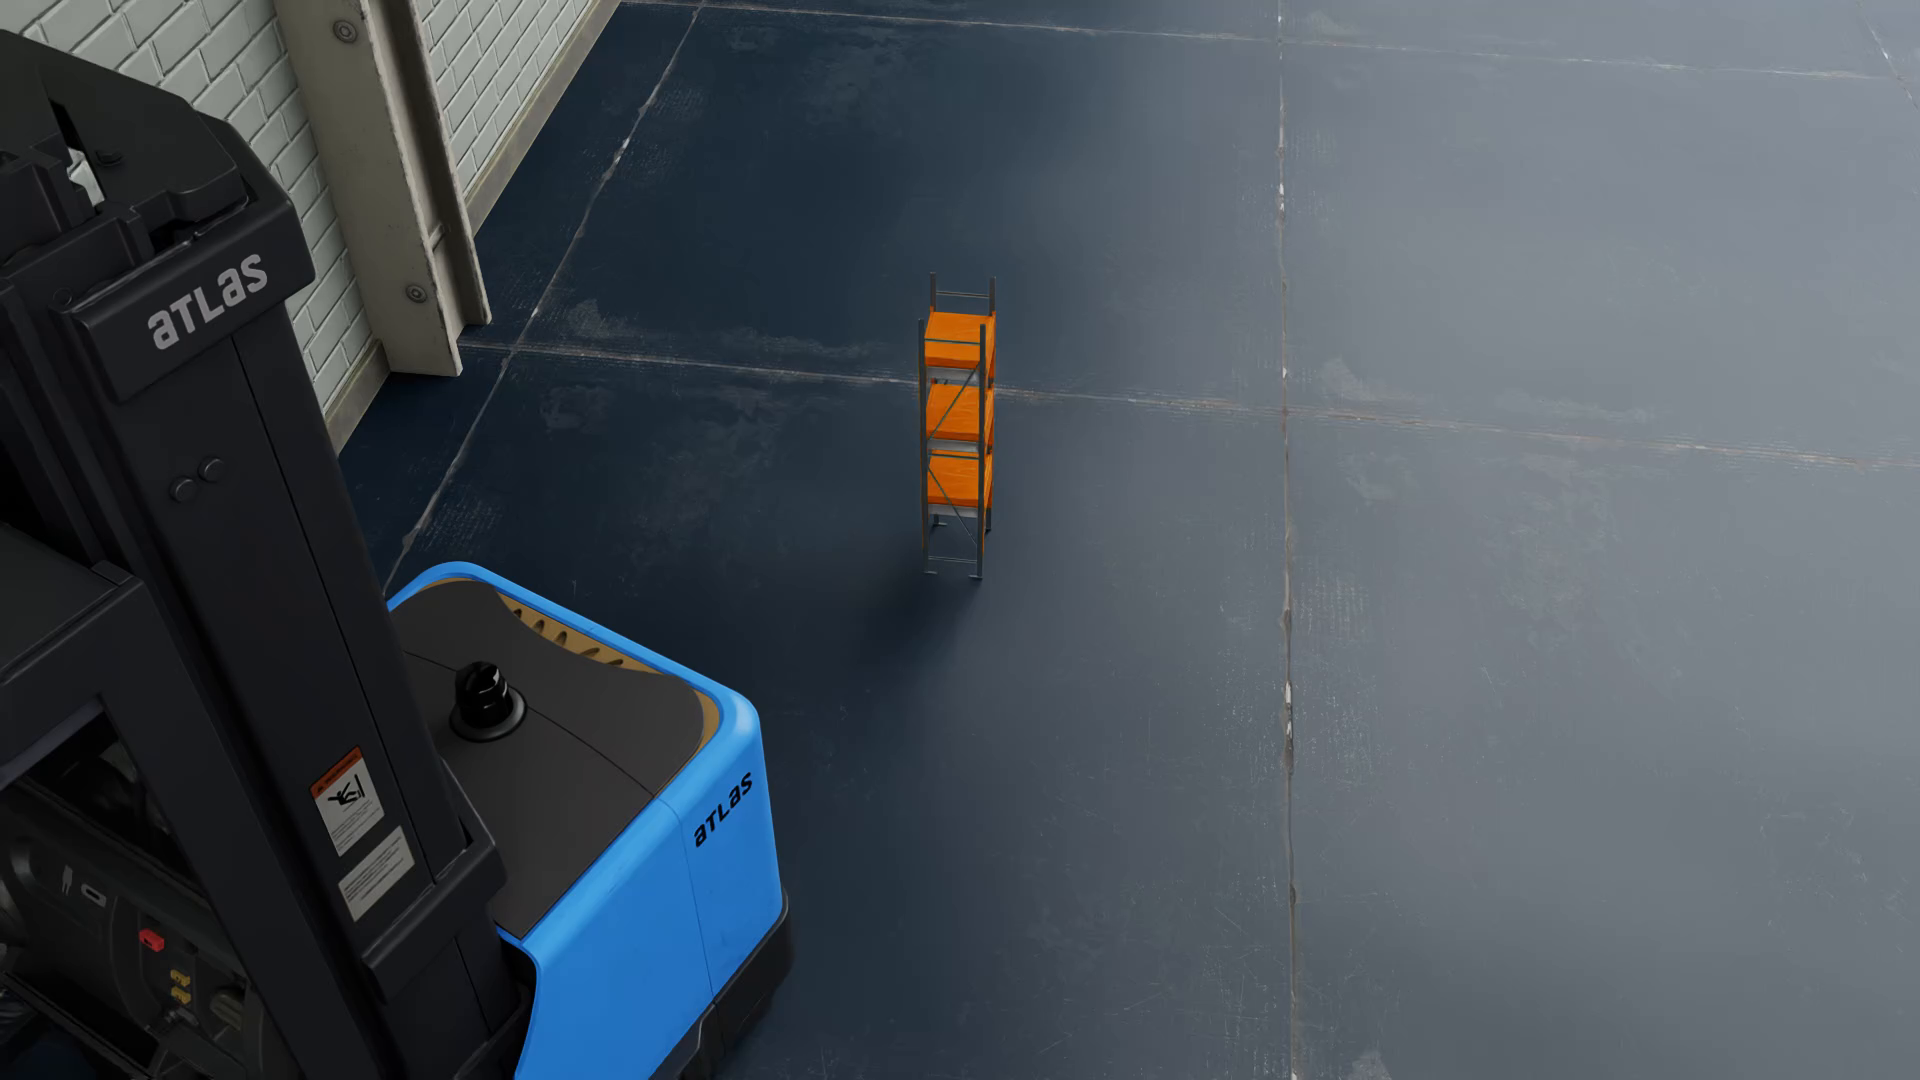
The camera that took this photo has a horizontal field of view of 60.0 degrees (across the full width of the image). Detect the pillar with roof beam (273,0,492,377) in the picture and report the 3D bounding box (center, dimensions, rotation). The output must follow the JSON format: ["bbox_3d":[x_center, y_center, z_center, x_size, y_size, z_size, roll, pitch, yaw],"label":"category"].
[{"bbox_3d":[2.204,-3.655,3.066,9.100,9.000,0.400,5,44,6],"label":"pillar with roof beam"}]

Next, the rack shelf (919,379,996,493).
[{"bbox_3d":[-0.007,-0.337,5.358,0.215,0.259,0.240,5,44,6],"label":"rack shelf"}]

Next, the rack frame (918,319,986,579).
[{"bbox_3d":[-0.023,-0.262,5.263,0.200,1.050,0.008,5,44,6],"label":"rack frame"}]

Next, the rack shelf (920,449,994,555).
[{"bbox_3d":[-0.007,-0.135,5.549,0.215,0.259,0.240,5,44,6],"label":"rack shelf"}]

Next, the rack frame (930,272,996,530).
[{"bbox_3d":[0.009,-0.428,5.438,0.200,1.050,0.008,5,44,6],"label":"rack frame"}]

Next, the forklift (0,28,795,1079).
[{"bbox_3d":[-1.641,0.782,2.792,1.130,2.935,3.031,23,48,22],"label":"forklift"}]

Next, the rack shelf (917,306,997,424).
[{"bbox_3d":[-0.007,-0.543,5.163,0.215,0.259,0.240,5,44,6],"label":"rack shelf"}]

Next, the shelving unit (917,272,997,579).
[{"bbox_3d":[-0.007,-0.345,5.351,0.215,1.050,0.252,5,44,6],"label":"shelving unit"}]
